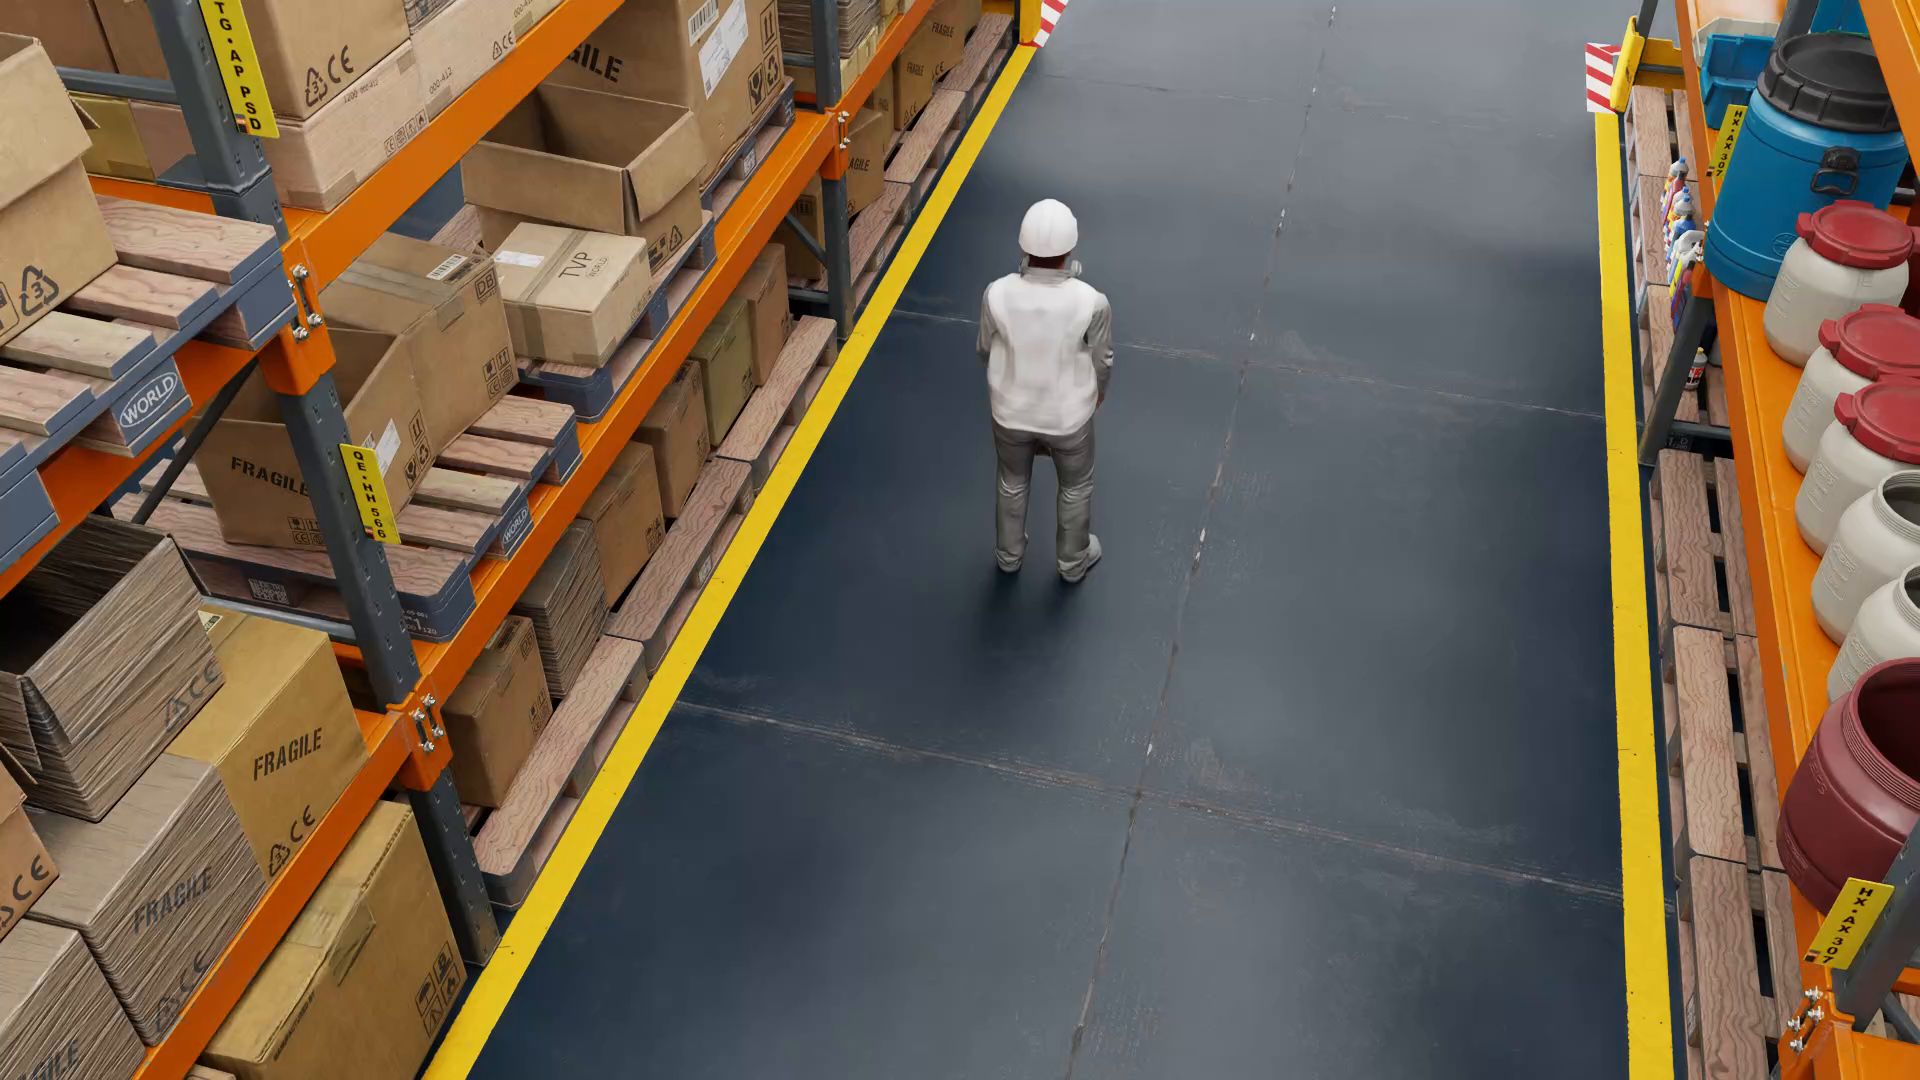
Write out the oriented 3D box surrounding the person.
[{"bbox_3d":[0.338,-0.564,6.787,0.555,1.777,0.423,9,42,10],"label":"person"}]
